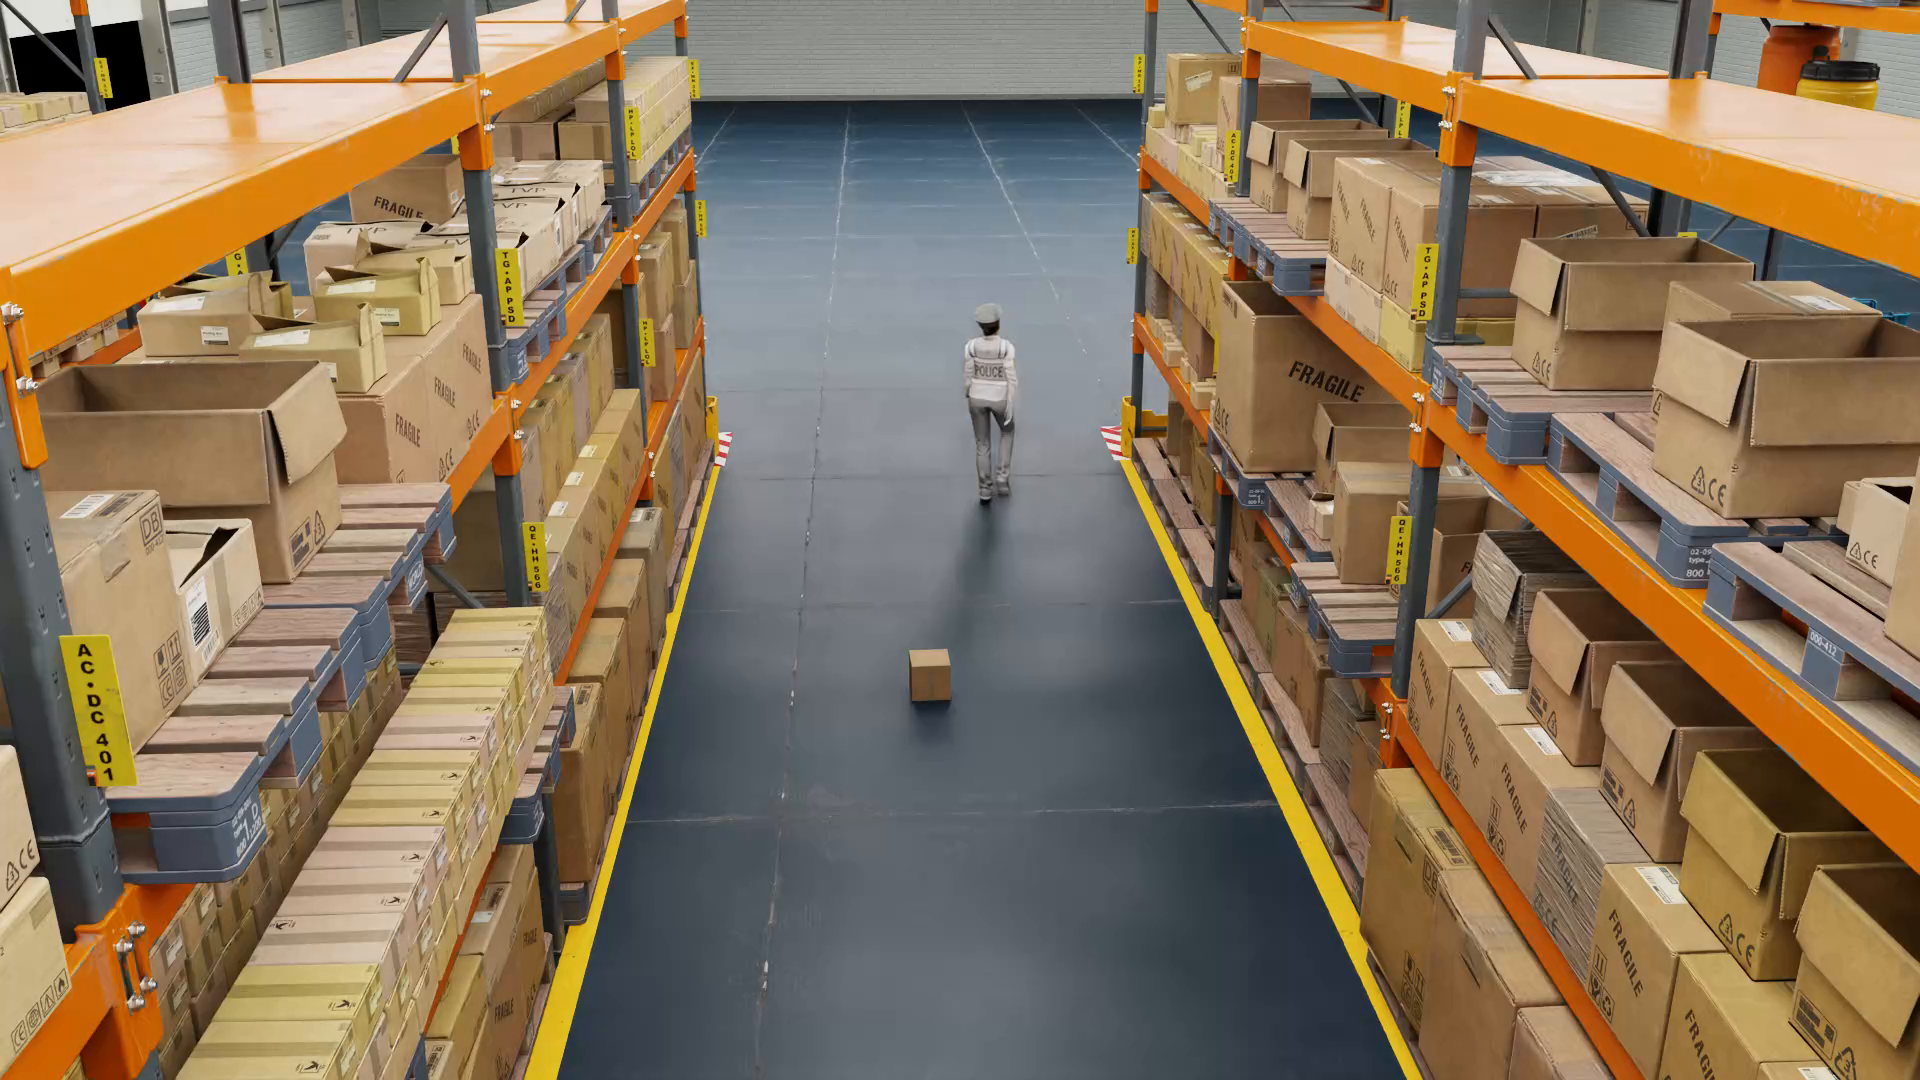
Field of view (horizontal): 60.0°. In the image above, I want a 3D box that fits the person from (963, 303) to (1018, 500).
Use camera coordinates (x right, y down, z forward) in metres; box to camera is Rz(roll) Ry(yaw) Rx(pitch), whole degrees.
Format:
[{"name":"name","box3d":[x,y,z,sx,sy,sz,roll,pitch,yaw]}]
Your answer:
[{"name":"person","box3d":[0.263,-1.174,14.162,0.477,1.720,0.456,2,21,6]}]
